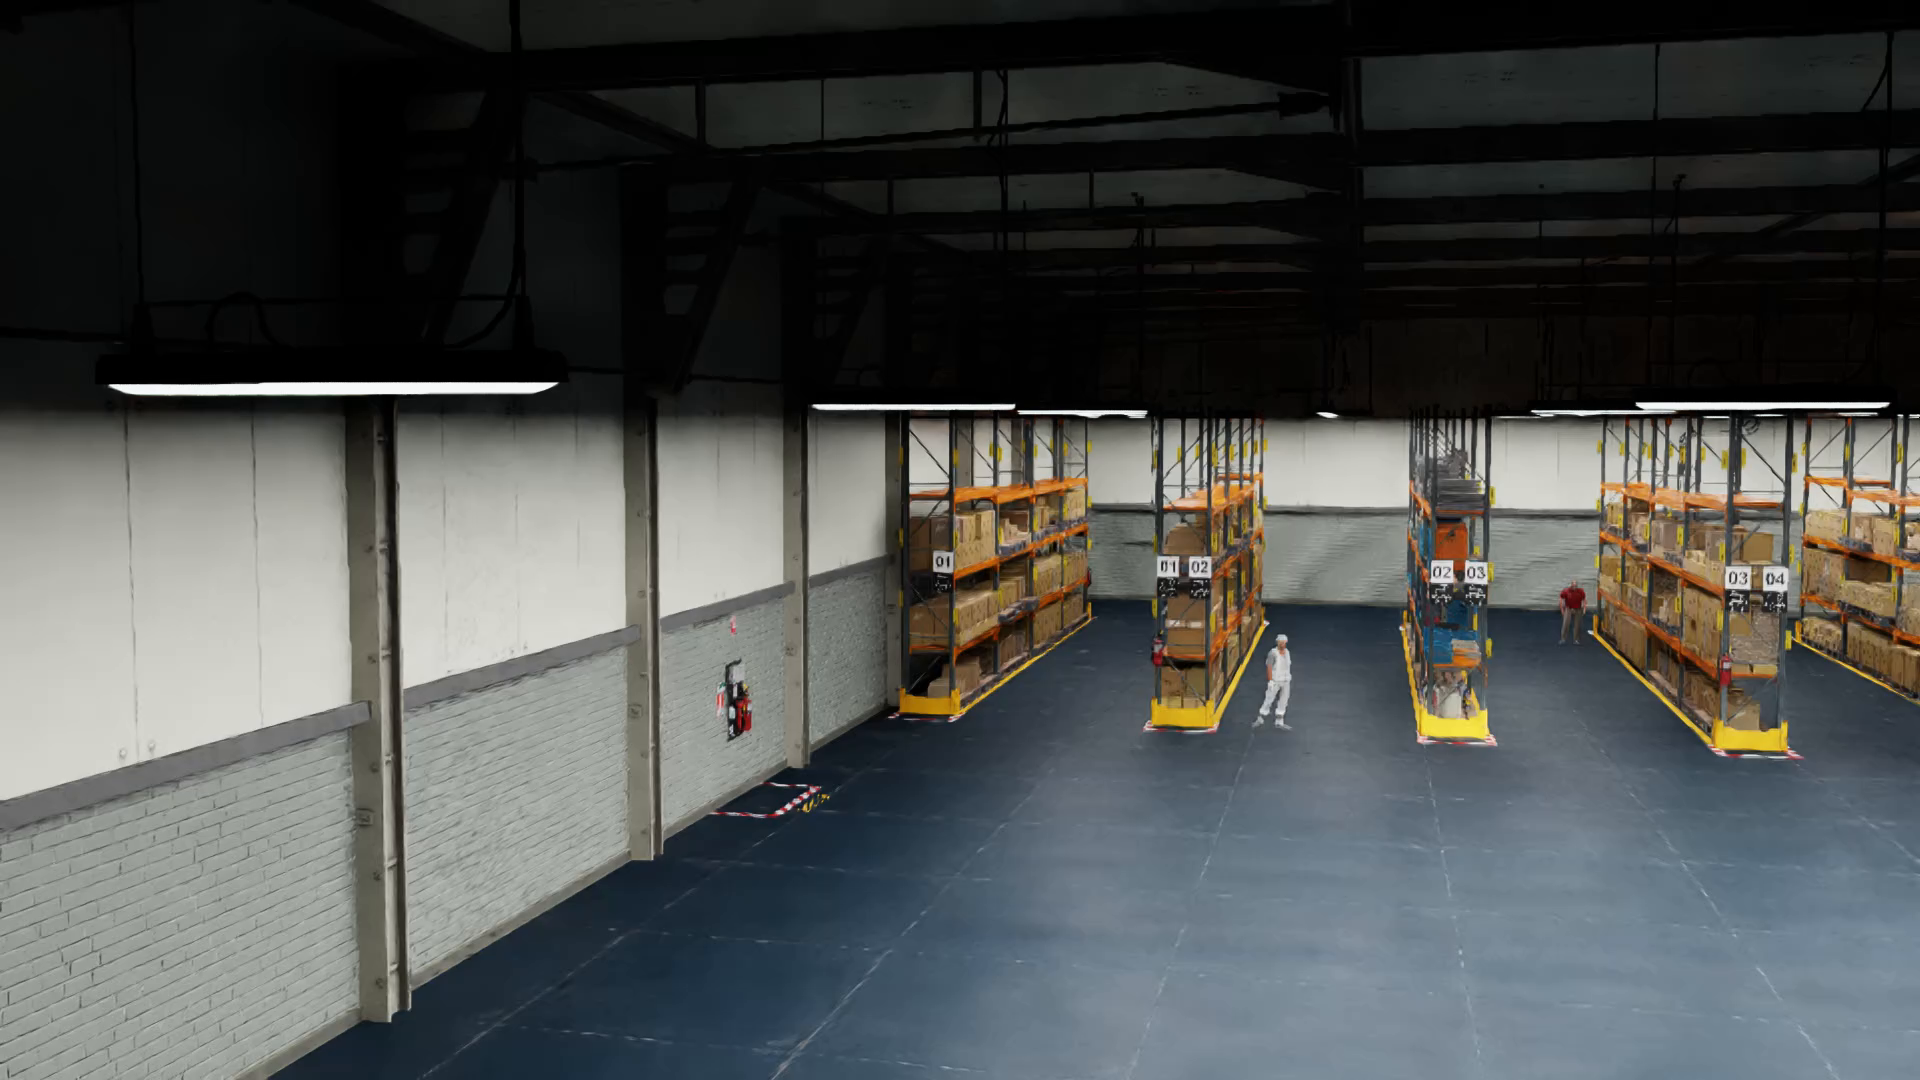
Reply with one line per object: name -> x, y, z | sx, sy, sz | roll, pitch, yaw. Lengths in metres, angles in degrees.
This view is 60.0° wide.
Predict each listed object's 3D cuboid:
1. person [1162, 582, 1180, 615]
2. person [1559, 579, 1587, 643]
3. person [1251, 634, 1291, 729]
person -> 6.214, 1.343, 48.645 | 0.464, 1.761, 0.720 | 4, 5, 42
person -> 15.744, 1.825, 42.753 | 0.683, 1.675, 0.531 | 1, 4, 12
person -> 5.810, 2.626, 30.866 | 0.735, 1.777, 0.498 | -2, 5, -27
